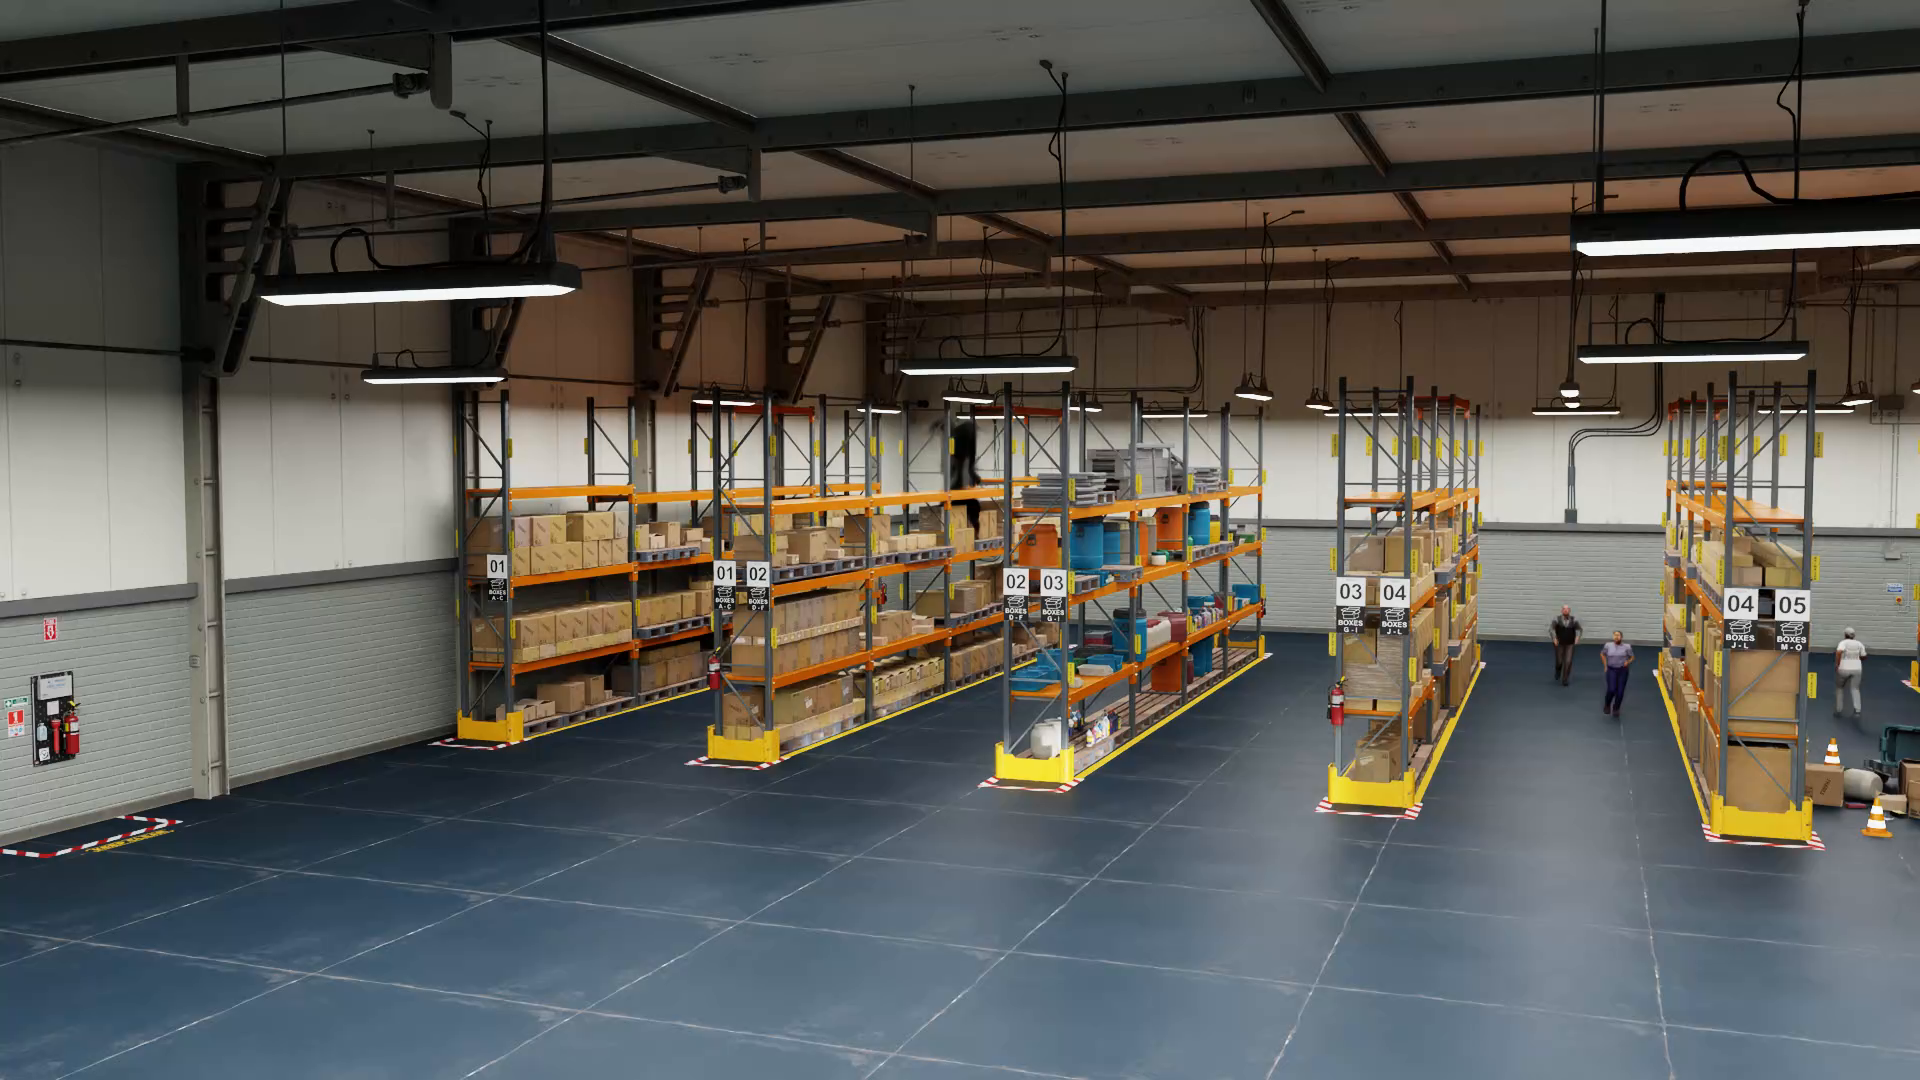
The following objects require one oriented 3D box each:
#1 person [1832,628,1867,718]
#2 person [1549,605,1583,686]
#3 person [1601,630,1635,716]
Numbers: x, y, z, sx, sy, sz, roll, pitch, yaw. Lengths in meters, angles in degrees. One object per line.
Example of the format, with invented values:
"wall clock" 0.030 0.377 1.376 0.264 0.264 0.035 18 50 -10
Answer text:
"person" 16.430 2.470 30.701 0.597 1.703 0.857 1 3 13
"person" 12.868 2.220 35.328 0.682 1.702 0.605 1 3 16
"person" 12.251 2.486 30.981 0.586 1.613 0.576 1 3 18
